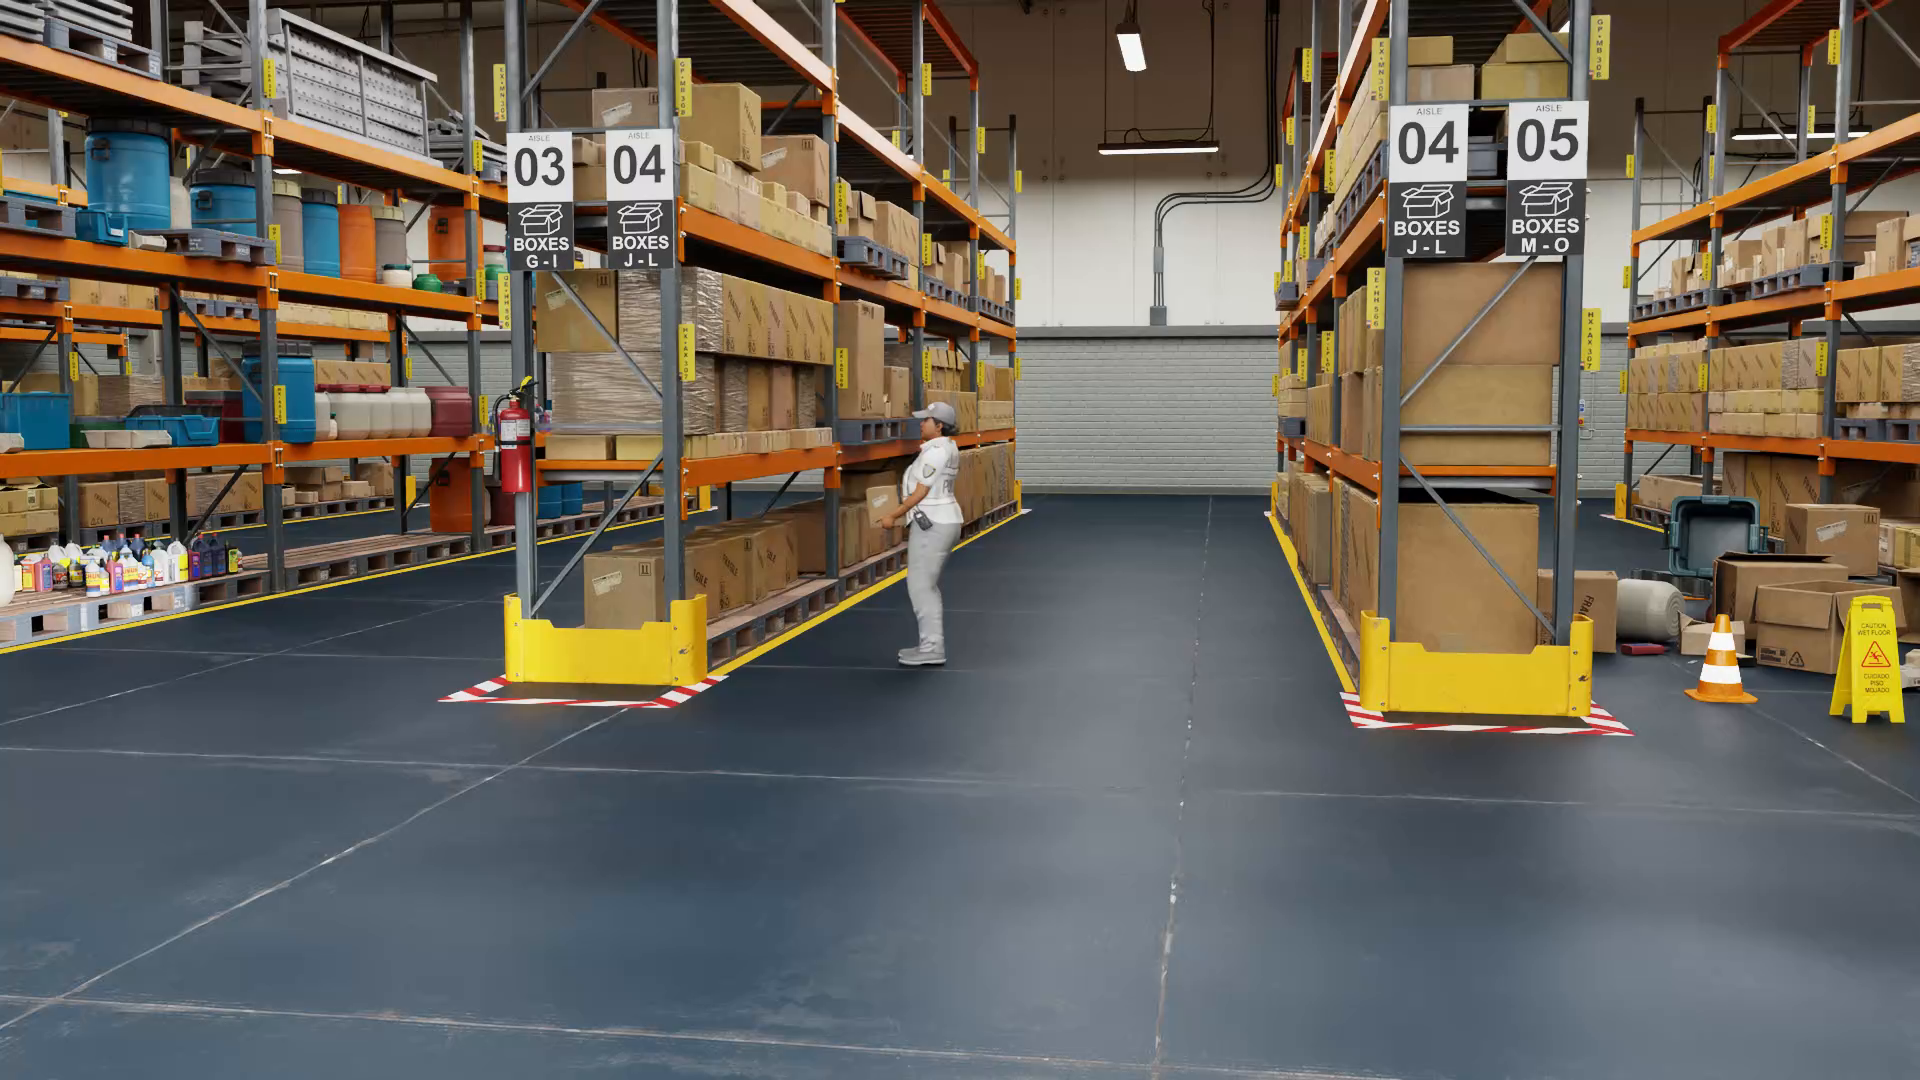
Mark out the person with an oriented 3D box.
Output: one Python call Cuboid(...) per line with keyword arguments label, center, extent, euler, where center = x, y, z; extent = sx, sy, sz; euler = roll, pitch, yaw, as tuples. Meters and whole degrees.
Cuboid(label="person", center=(-0.253, -0.050, 10.564), extent=(0.541, 1.653, 0.453), euler=(1, 5, 9))
